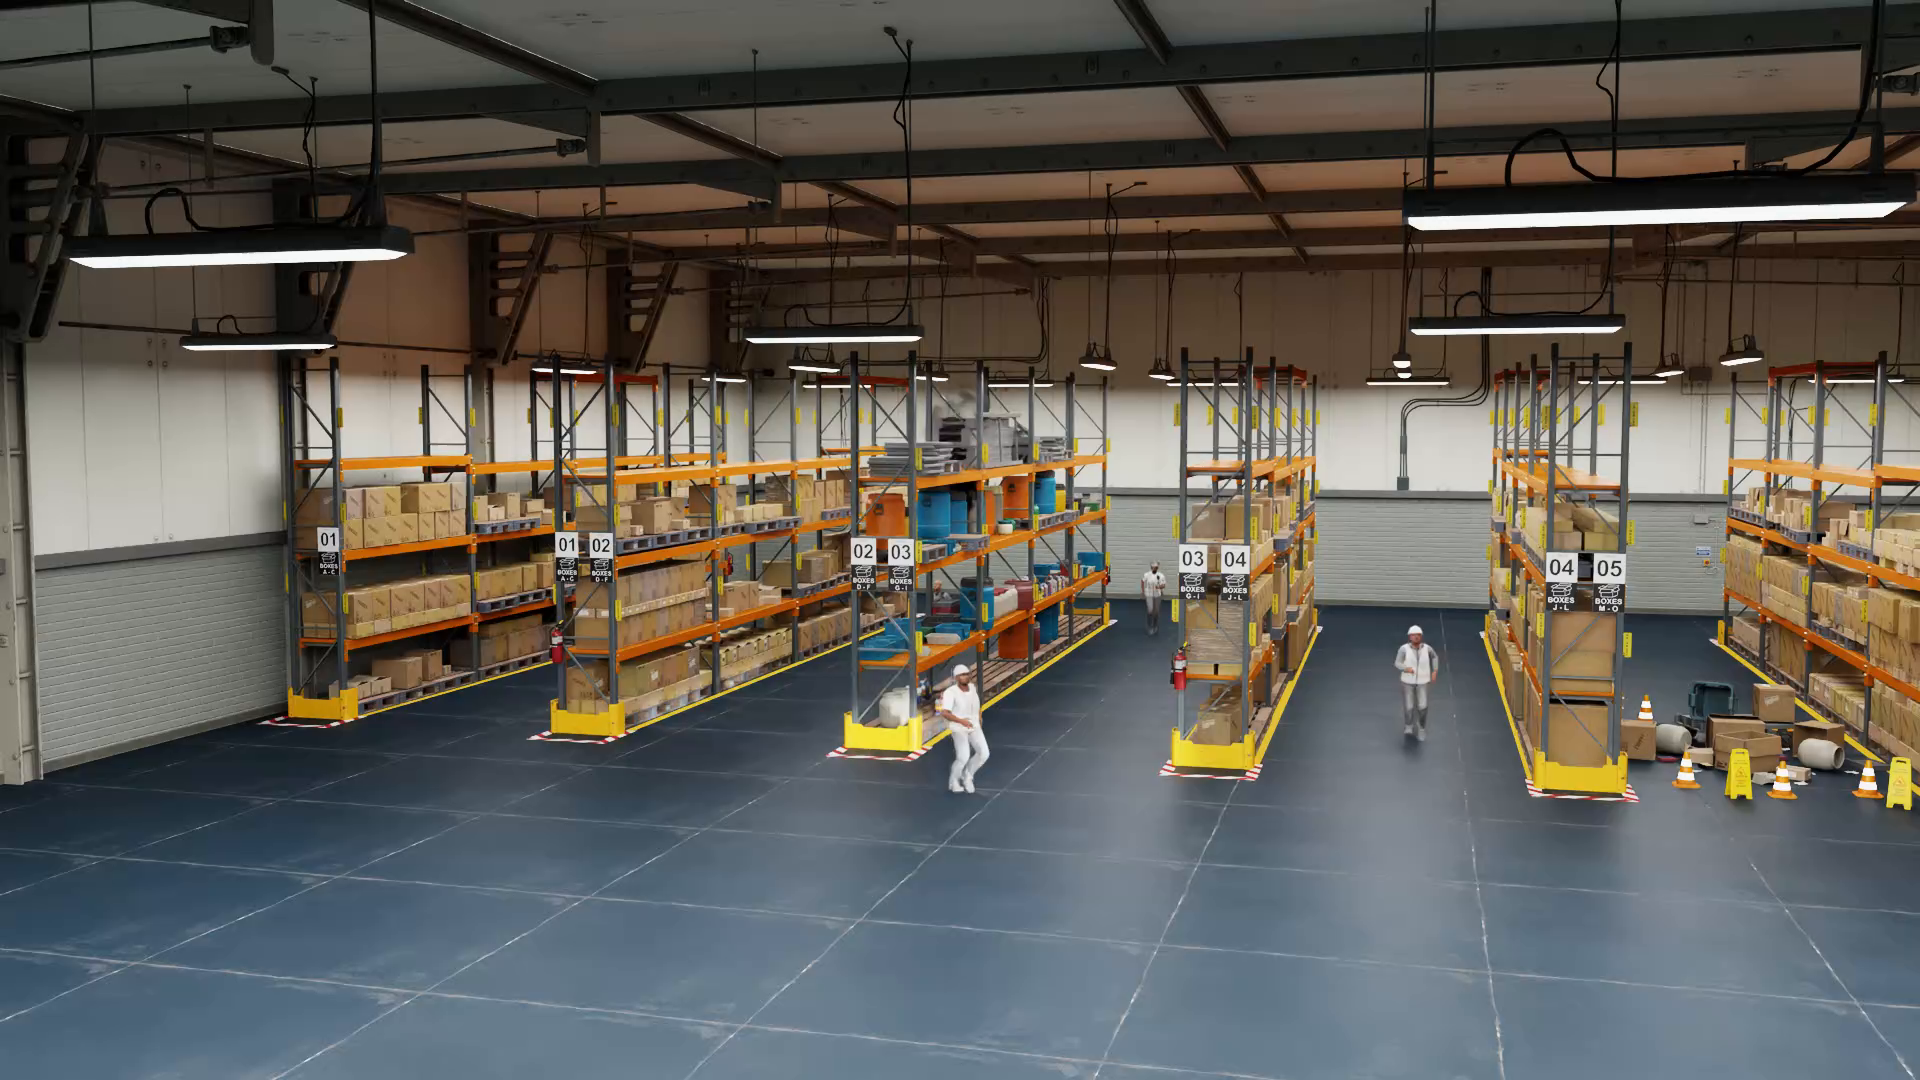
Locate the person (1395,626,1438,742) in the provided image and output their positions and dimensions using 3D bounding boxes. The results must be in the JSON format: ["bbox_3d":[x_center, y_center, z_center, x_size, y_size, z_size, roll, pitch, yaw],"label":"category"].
[{"bbox_3d":[7.090,2.243,25.839,0.671,1.834,0.733,1,4,11],"label":"person"}]

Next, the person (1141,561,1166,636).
[{"bbox_3d":[4.476,1.343,38.458,0.539,1.746,0.827,0,4,2],"label":"person"}]

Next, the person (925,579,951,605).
[{"bbox_3d":[-0.461,1.657,33.966,0.661,1.707,0.677,1,4,16],"label":"person"}]

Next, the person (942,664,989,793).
[{"bbox_3d":[0.088,2.513,22.100,0.712,1.729,0.639,-3,5,-38],"label":"person"}]
